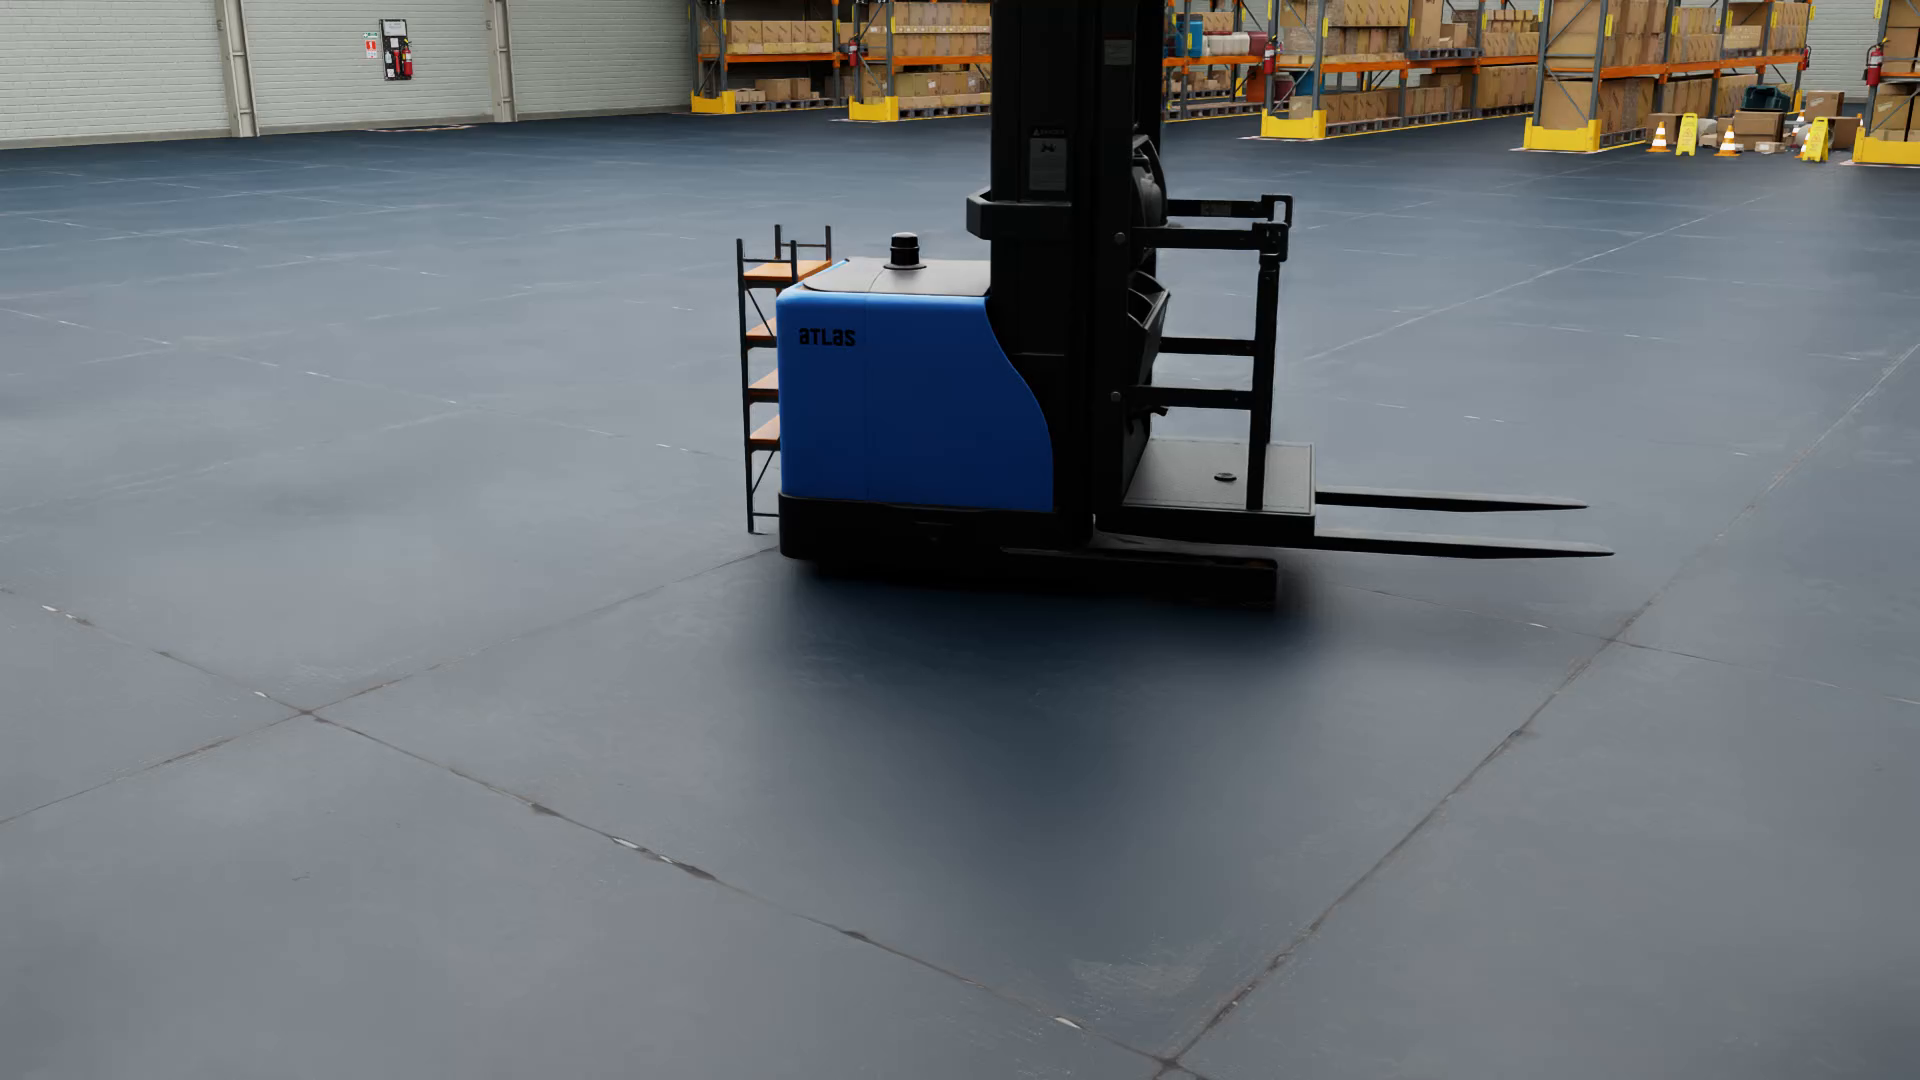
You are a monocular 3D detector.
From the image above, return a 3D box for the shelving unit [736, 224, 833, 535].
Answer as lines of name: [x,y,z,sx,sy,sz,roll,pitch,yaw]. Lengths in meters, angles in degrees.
shelving unit: [-0.702,-0.665,6.860,0.258,1.200,0.503,3,18,11]

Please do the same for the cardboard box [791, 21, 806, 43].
cardboard box: [-4.096,-12.312,40.289,0.500,0.500,0.500,12,21,33]

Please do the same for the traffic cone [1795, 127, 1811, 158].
traffic cone: [13.269,-6.211,25.963,0.336,0.463,0.334,12,21,35]

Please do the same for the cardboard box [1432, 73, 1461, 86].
cardboard box: [10.481,-9.958,35.961,0.500,0.250,0.500,13,22,37]

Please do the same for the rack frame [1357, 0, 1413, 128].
rack frame: [8.473,-9.796,33.230,1.000,3.000,0.127,12,21,35]

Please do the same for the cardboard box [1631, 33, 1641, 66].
cardboard box: [11.225,-8.490,28.773,0.875,0.550,0.500,12,21,35]

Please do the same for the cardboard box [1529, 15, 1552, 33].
cardboard box: [13.730,-12.199,39.455,0.500,0.500,0.500,12,21,35]

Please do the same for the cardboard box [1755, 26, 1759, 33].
cardboard box: [16.921,-10.971,35.727,0.380,0.149,0.250,12,21,33]

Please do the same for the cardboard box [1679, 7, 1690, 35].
cardboard box: [13.294,-9.783,31.334,0.700,0.500,0.500,13,21,35]

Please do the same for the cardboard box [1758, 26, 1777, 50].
cardboard box: [17.660,-11.064,36.643,0.500,0.500,0.500,12,21,34]

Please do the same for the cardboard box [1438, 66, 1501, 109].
cardboard box: [11.284,-10.095,37.068,1.225,0.875,0.875,11,21,32]

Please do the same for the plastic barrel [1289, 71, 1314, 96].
plastic barrel: [8.502,-11.480,41.482,0.600,0.901,0.708,12,21,35]

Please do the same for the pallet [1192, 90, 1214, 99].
pallet: [6.423,-12.576,46.885,1.003,0.211,1.213,12,21,35]

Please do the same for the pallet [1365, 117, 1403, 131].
pallet: [8.101,-8.298,33.108,1.003,0.211,1.213,12,21,35]

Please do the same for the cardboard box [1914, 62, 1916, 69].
cardboard box: [14.726,-7.339,25.742,0.380,0.149,0.250,13,21,35]

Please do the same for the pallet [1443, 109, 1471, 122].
pallet: [10.390,-9.231,36.113,1.003,0.211,1.213,12,21,35]

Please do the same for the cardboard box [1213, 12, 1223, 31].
cardboard box: [7.020,-14.531,46.624,0.500,0.500,0.500,13,22,36]

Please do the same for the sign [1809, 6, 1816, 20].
sign: [19.980,-12.354,38.984,0.100,0.325,0.005,12,21,35]

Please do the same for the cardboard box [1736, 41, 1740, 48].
cardboard box: [15.997,-10.316,34.619,0.380,0.149,0.250,13,21,35]

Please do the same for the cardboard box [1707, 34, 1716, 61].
cardboard box: [14.429,-9.622,32.503,0.500,0.500,0.500,12,21,35]

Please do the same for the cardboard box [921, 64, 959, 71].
cardboard box: [-0.534,-12.700,45.500,0.750,0.750,0.750,12,21,34]

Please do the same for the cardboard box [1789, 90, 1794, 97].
cardboard box: [19.461,-10.558,39.283,0.380,0.149,0.250,12,21,33]

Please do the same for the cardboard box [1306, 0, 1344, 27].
cardboard box: [6.636,-9.593,30.222,0.500,0.500,0.500,12,21,35]

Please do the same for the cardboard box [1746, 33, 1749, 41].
cardboard box: [16.463,-10.644,35.177,0.380,0.149,0.250,11,20,32]

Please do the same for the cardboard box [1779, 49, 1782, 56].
cardboard box: [18.340,-11.013,37.572,0.380,0.149,0.250,14,22,37]

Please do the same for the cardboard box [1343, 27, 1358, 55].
cardboard box: [6.974,-9.411,31.320,0.875,0.500,0.500,12,21,35]

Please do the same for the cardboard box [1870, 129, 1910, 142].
cardboard box: [14.328,-6.225,25.660,0.500,0.250,0.500,12,21,34]

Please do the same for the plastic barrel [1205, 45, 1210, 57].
plastic barrel: [5.407,-10.893,36.997,0.301,0.262,0.301,0,17,0]

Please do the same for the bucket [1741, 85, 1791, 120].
bucket: [14.167,-7.618,29.174,0.620,0.611,0.726,0,14,-35]

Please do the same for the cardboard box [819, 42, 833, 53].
cardboard box: [-3.500,-12.193,41.169,0.500,0.250,0.500,12,21,35]

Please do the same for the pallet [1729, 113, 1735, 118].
pallet: [15.974,-8.991,35.342,1.003,0.211,1.213,12,21,35]

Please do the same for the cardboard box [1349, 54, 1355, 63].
cardboard box: [7.190,-9.048,31.245,0.380,0.149,0.250,12,21,35]

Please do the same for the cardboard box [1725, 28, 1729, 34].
cardboard box: [15.369,-10.353,33.737,0.380,0.149,0.250,12,21,33]

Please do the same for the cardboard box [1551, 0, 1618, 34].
cardboard box: [10.265,-8.611,27.342,0.875,0.550,0.550,12,21,35]

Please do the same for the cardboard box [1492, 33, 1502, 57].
cardboard box: [11.670,-10.987,36.898,0.500,0.500,0.500,12,21,33]

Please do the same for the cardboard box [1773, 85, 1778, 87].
cardboard box: [18.486,-10.337,38.069,0.380,0.149,0.250,13,21,35]

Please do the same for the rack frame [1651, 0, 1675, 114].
rack frame: [12.396,-8.895,30.330,1.000,3.000,0.127,12,21,35]

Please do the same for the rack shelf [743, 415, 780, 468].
rack shelf: [-0.702,-0.411,6.939,0.258,0.148,0.480,3,18,11]

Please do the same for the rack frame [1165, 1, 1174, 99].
rack frame: [5.286,-13.453,45.006,1.000,3.000,0.127,12,21,35]

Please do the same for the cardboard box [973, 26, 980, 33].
cardboard box: [0.227,-11.681,38.038,0.380,0.149,0.250,12,21,33]

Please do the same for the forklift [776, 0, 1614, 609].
forklift: [0.881,-1.326,6.073,3.031,2.935,1.130,3,18,11]

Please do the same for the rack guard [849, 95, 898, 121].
rack guard: [-1.878,-9.395,36.154,1.175,0.500,0.348,12,21,35]

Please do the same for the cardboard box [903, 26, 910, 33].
cardboard box: [-1.302,-11.071,36.073,0.380,0.149,0.250,12,21,33]

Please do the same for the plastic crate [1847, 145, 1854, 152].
plastic crate: [14.838,-6.421,27.286,0.402,0.080,0.583,5,18,16]

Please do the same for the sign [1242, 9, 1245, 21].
sign: [8.103,-15.006,47.524,0.100,0.325,0.005,12,21,35]

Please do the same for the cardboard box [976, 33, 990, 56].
cardboard box: [0.260,-11.488,38.511,0.700,0.500,0.500,12,21,33]

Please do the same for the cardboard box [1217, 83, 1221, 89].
cardboard box: [7.230,-13.009,47.612,0.380,0.166,0.250,12,21,35]

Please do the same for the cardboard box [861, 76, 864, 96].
cardboard box: [-2.768,-11.748,42.990,0.700,0.500,0.500,12,21,34]

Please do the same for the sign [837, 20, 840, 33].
sign: [-3.021,-12.741,41.255,0.100,0.325,0.005,12,21,35]

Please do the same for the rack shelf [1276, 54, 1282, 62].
rack shelf: [8.070,-11.756,40.757,1.077,0.370,4.000,12,21,35]
